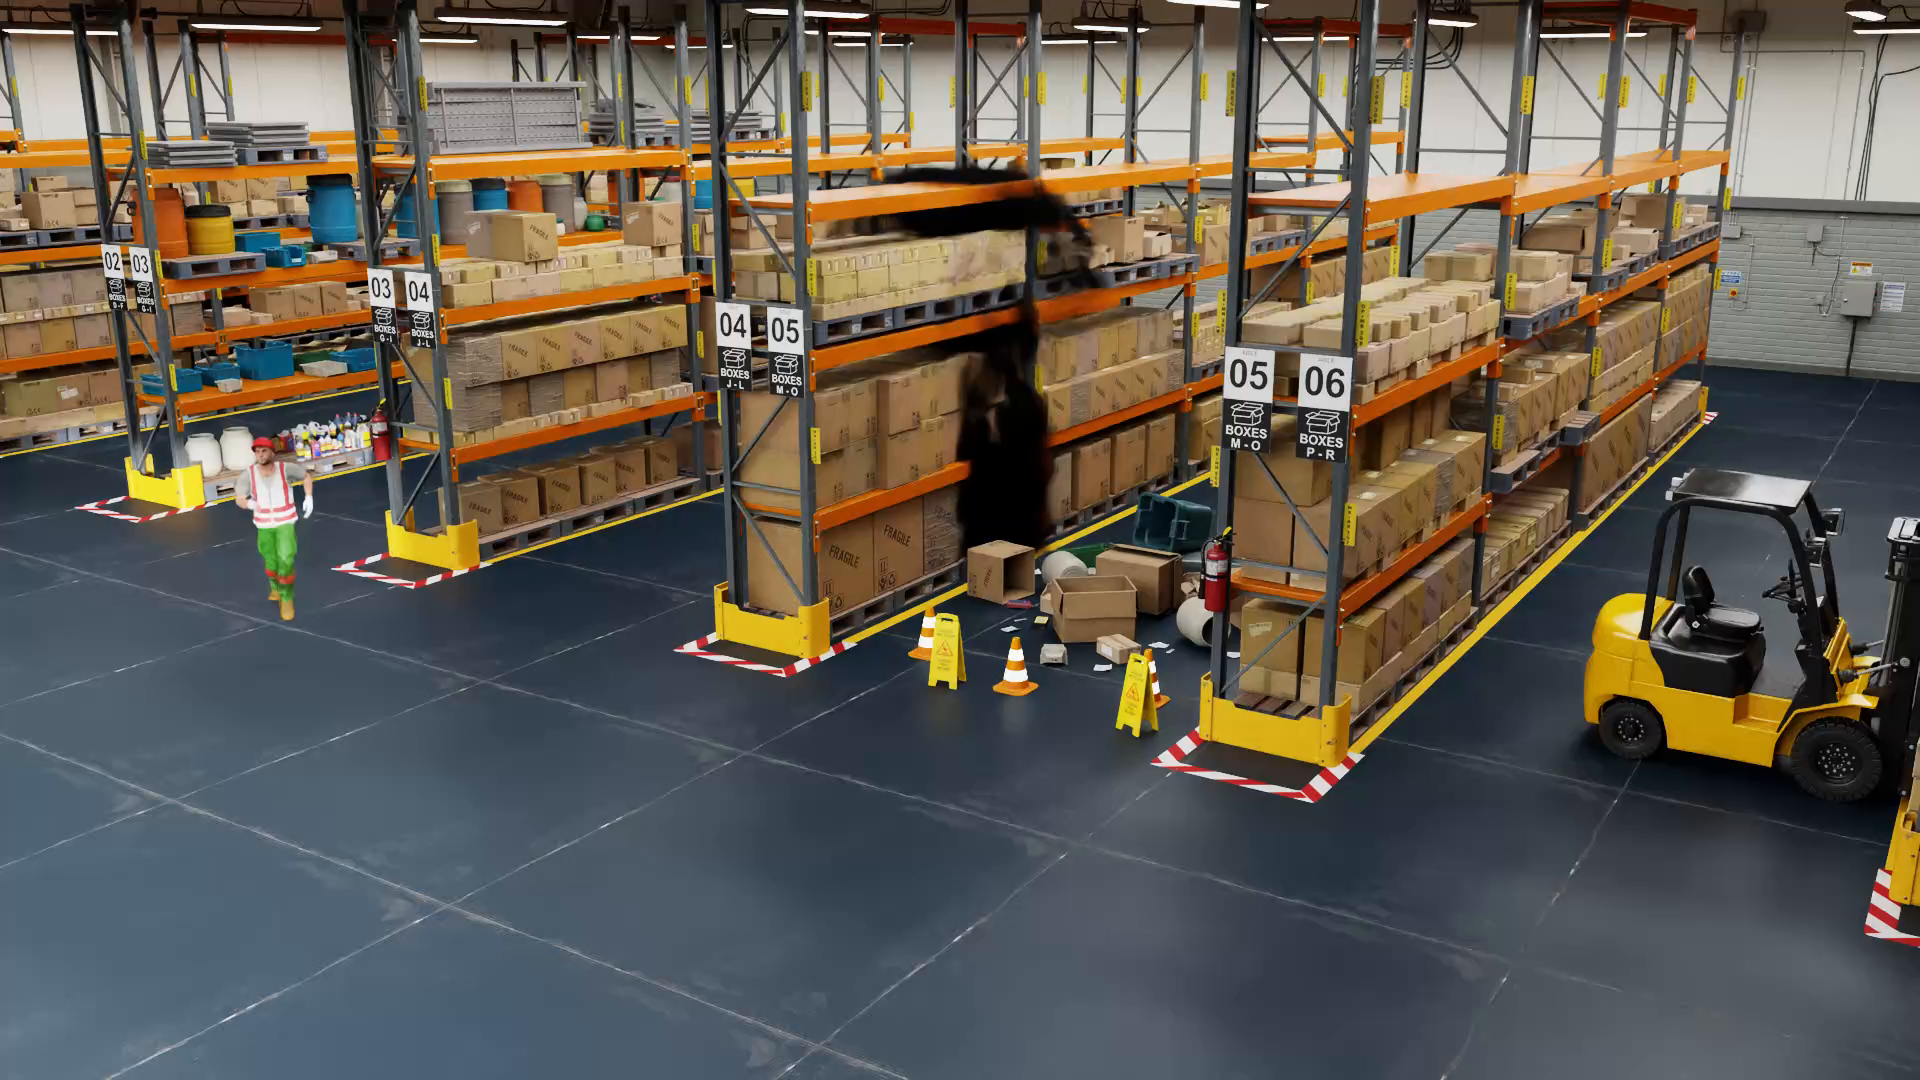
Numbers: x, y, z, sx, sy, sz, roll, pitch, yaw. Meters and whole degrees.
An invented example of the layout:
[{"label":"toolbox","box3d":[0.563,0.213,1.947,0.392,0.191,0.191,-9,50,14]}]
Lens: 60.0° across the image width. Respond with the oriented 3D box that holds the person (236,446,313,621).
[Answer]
[{"label":"person","box3d":[-6.745,-0.132,16.467,0.675,1.769,0.765,-3,16,-12]}]
